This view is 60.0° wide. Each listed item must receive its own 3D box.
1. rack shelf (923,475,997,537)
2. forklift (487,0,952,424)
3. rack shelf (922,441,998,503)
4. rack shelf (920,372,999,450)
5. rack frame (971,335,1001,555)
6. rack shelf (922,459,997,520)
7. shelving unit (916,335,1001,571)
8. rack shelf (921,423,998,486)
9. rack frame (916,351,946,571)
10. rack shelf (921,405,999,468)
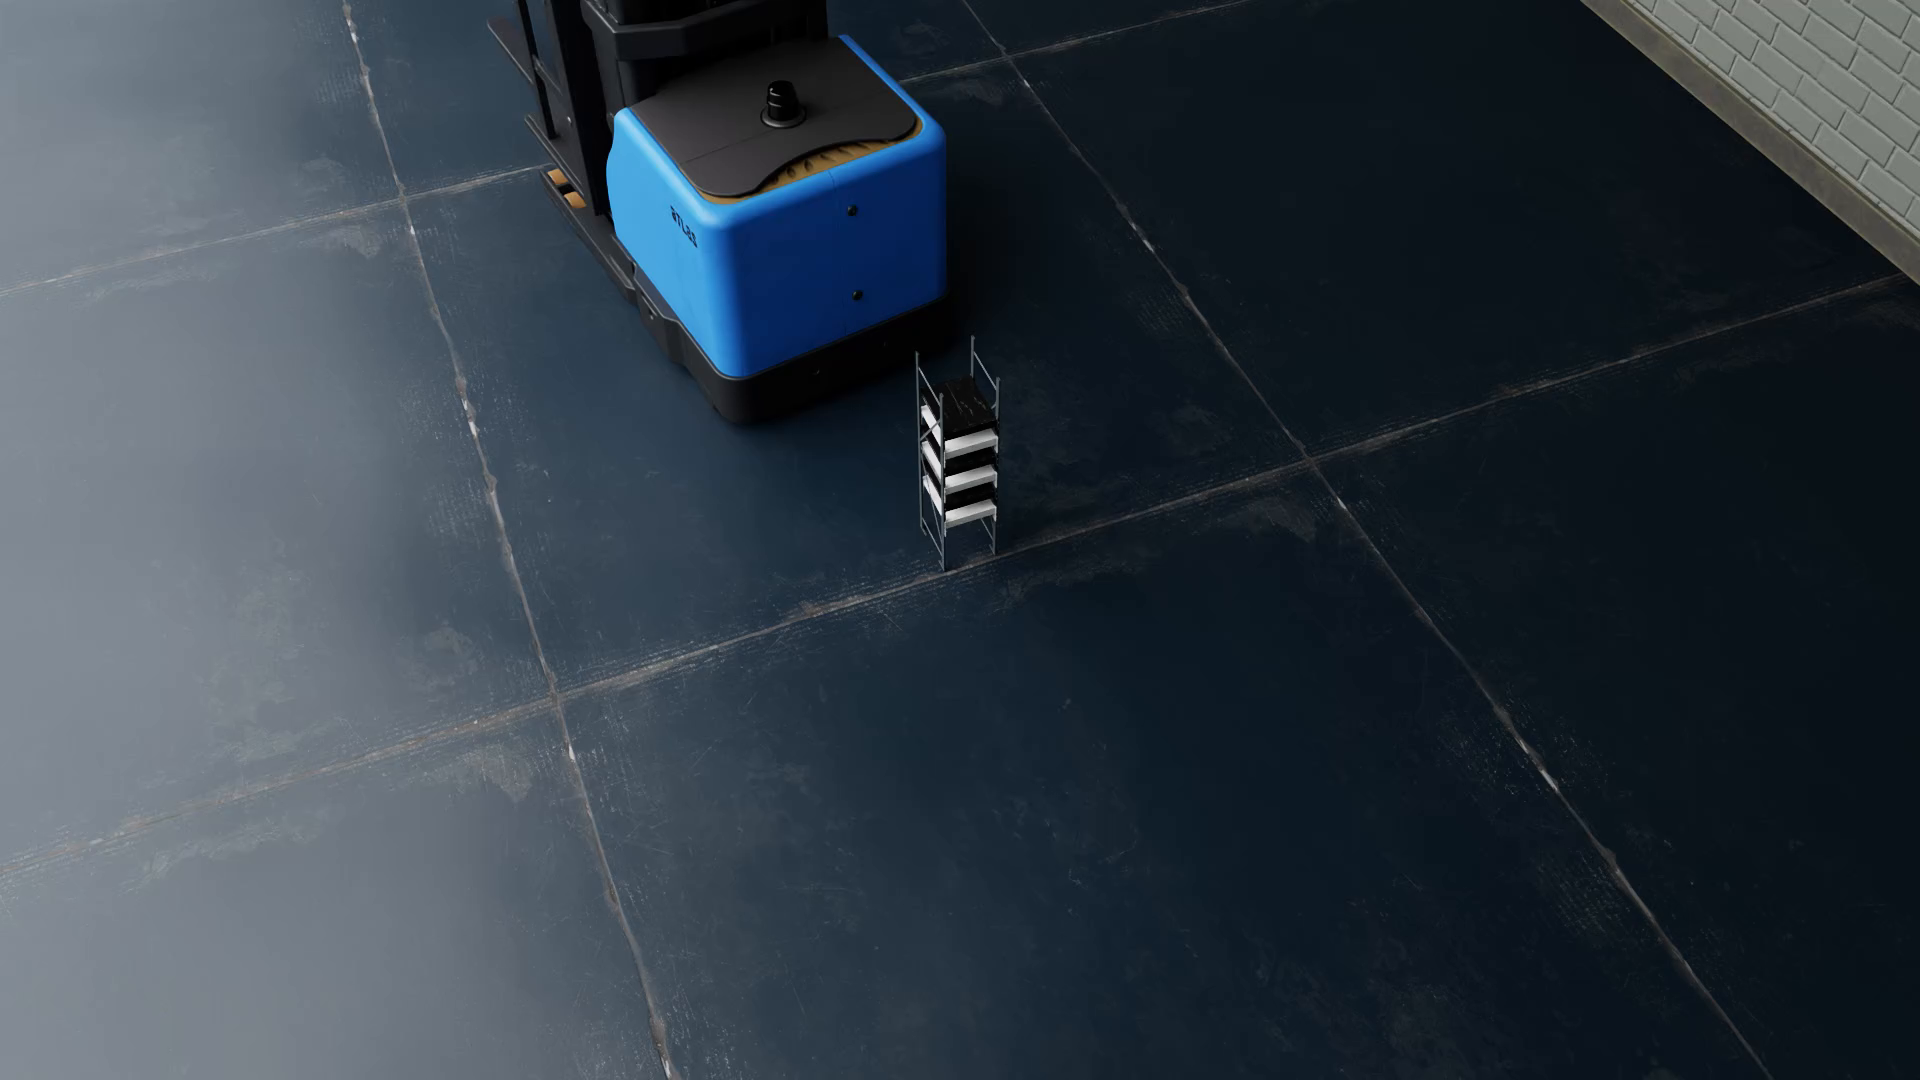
[{"bbox_3d":[-0.008,-0.152,6.068,0.200,0.077,0.258,-17,52,-14],"label":"rack shelf"},{"bbox_3d":[-1.238,-2.520,6.482,1.130,2.935,3.031,-25,54,-20],"label":"forklift"},{"bbox_3d":[-0.008,-0.269,5.932,0.200,0.077,0.258,-17,52,-14],"label":"rack shelf"},{"bbox_3d":[-0.008,-0.445,5.727,0.200,0.077,0.258,-17,52,-14],"label":"rack shelf"},{"bbox_3d":[0.087,-0.320,5.932,0.006,0.900,0.240,-17,52,-14],"label":"rack frame"},{"bbox_3d":[-0.008,-0.211,6.000,0.200,0.077,0.258,-17,52,-14],"label":"rack shelf"},{"bbox_3d":[-0.008,-0.291,5.907,0.210,0.900,0.258,-17,52,-14],"label":"shelving unit"},{"bbox_3d":[-0.008,-0.328,5.864,0.200,0.077,0.258,-17,52,-14],"label":"rack shelf"},{"bbox_3d":[-0.102,-0.262,5.882,0.006,0.900,0.240,-17,52,-14],"label":"rack frame"},{"bbox_3d":[-0.008,-0.386,5.795,0.200,0.077,0.258,-17,52,-14],"label":"rack shelf"}]
